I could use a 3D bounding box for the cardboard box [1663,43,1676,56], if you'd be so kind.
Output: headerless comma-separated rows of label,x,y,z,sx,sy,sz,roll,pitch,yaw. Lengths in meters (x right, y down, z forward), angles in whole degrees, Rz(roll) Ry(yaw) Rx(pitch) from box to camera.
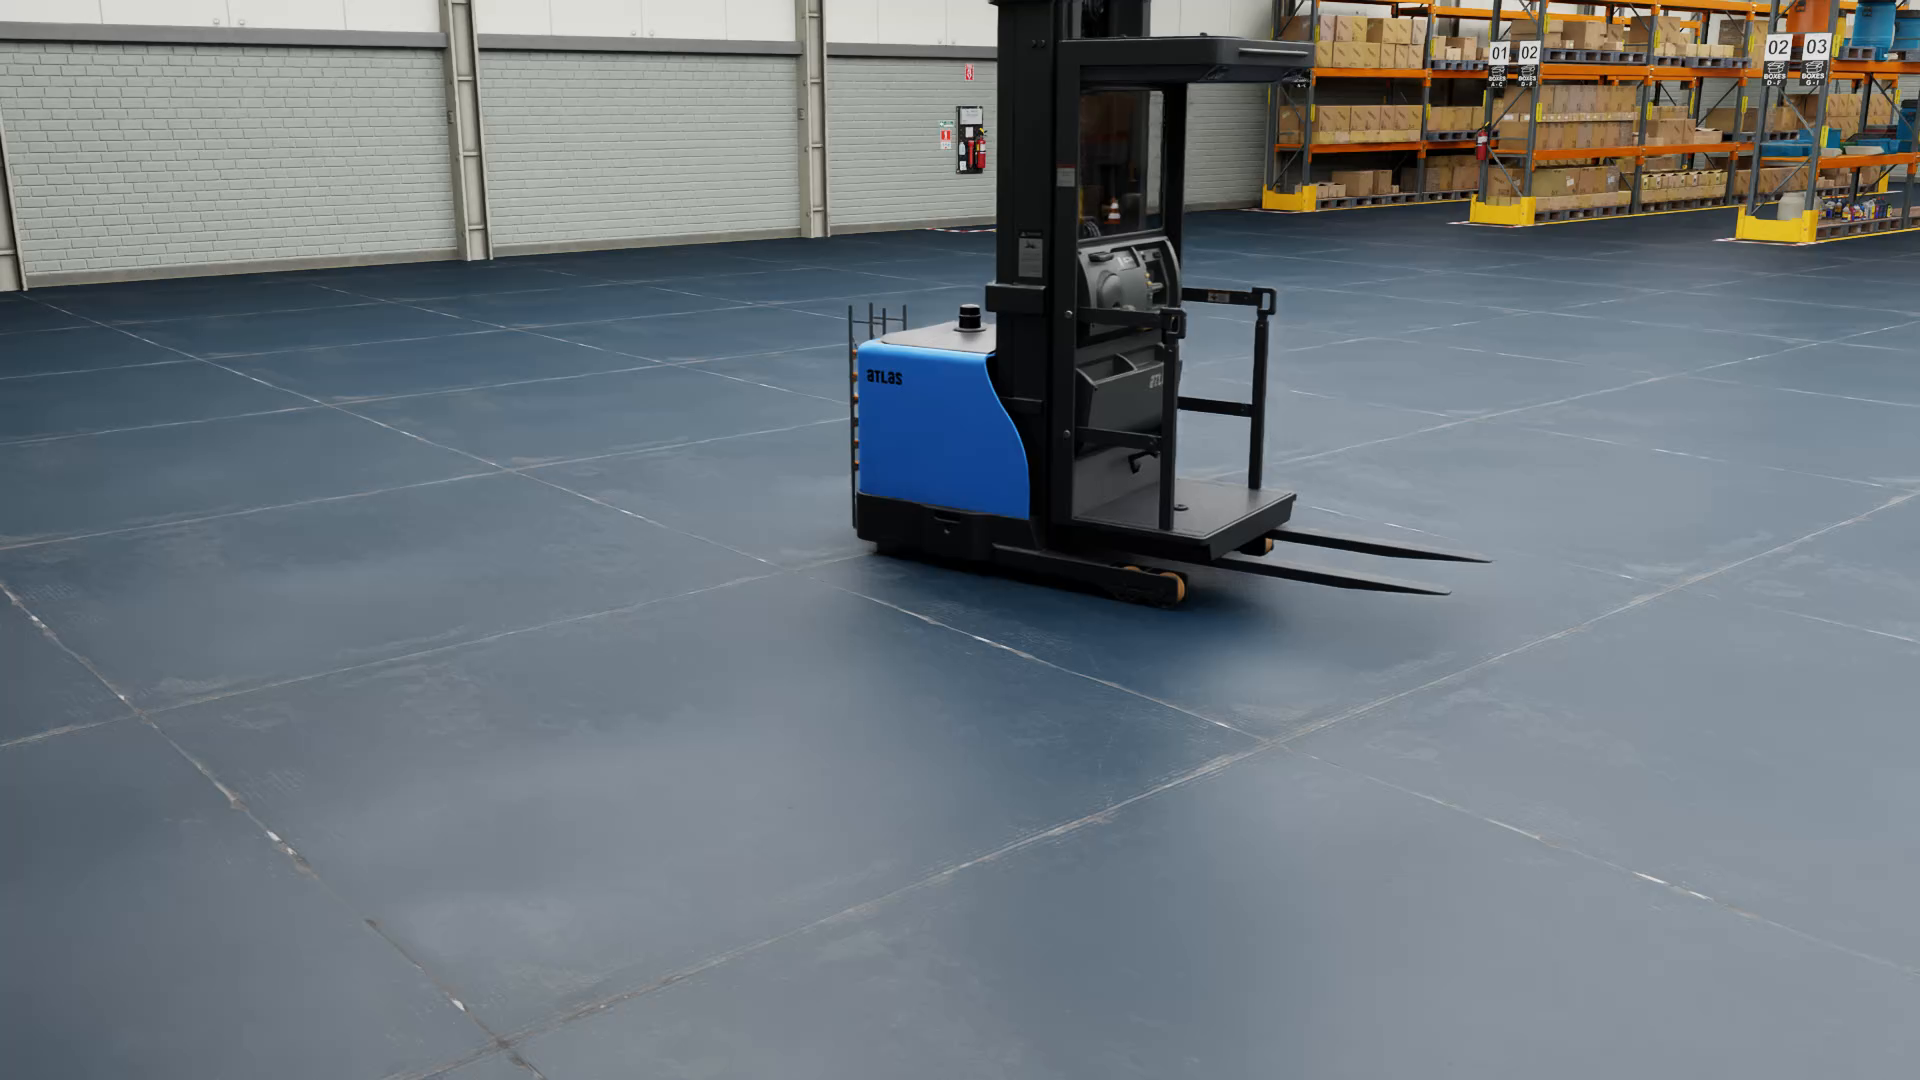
cardboard box,13.847,-9.717,32.979,0.500,0.250,0.500,14,20,42

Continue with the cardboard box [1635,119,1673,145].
cardboard box,13.951,-8.206,33.464,0.500,0.500,0.500,-11,18,-35

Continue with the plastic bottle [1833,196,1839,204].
plastic bottle,15.331,-5.853,29.130,0.185,0.351,0.144,-12,19,-38

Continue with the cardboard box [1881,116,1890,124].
cardboard box,21.857,-9.893,39.782,0.500,0.500,0.500,-12,19,-38

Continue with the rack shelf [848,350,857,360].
rack shelf,-0.431,-0.954,8.774,0.258,0.103,0.180,10,18,32

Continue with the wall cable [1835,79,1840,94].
wall cable,23.263,-13.225,46.839,0.112,2.526,3.097,-13,19,-39

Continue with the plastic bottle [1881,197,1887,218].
plastic bottle,15.916,-5.744,28.721,0.185,0.351,0.144,-13,20,-41

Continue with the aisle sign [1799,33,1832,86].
aisle sign,13.333,-7.485,25.923,0.004,0.787,0.394,-13,19,-39

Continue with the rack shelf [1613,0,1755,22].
rack shelf,14.472,-10.638,33.306,4.000,0.370,1.077,-13,19,-39

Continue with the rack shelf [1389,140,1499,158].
rack shelf,11.218,-8.896,37.637,4.000,0.370,1.077,-13,19,-39

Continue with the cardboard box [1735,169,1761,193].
cardboard box,16.903,-7.735,35.886,0.500,0.500,0.500,-14,20,-41

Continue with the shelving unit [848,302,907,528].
shelving unit,-0.431,-0.649,8.855,0.258,1.200,0.189,10,18,32

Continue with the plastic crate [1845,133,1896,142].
plastic crate,15.734,-6.882,28.823,0.504,0.338,0.767,-13,19,-39

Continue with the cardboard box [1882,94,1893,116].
cardboard box,21.861,-10.376,39.653,0.500,0.500,0.500,-13,20,-40

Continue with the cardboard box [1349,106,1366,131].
cardboard box,8.022,-8.717,34.371,0.500,0.500,0.500,-13,20,-41

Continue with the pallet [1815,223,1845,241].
pallet,13.838,-5.110,27.472,1.213,0.211,1.003,-13,19,-39

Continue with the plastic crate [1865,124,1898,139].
plastic crate,16.377,-7.149,29.577,0.583,0.464,0.402,-13,19,-39

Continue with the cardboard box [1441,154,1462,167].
cardboard box,10.973,-8.564,37.538,0.500,0.250,0.500,-13,20,-41

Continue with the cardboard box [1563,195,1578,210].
cardboard box,11.249,-6.356,31.246,0.500,0.250,0.500,-13,19,-39

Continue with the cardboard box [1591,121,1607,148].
cardboard box,11.858,-7.738,31.714,0.500,0.500,0.700,-12,19,-39

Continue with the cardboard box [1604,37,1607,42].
cardboard box,12.003,-9.492,31.750,0.500,0.311,0.500,-14,20,-42

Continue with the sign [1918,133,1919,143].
sign,16.565,-7.001,28.611,0.005,0.325,0.100,-13,19,-39

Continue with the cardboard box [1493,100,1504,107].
cardboard box,12.253,-10.035,38.203,0.380,0.149,0.250,12,19,38

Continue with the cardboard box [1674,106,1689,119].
cardboard box,18.383,-10.994,43.516,0.700,0.700,0.980,-12,19,-37

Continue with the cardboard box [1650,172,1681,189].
cardboard box,14.210,-7.280,33.619,0.500,0.311,0.500,-14,20,-41

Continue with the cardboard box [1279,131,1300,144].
cardboard box,6.917,-8.281,34.193,0.500,0.250,0.500,-12,19,-39

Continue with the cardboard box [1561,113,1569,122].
cardboard box,10.962,-7.779,30.611,0.250,0.149,0.380,-13,20,-40

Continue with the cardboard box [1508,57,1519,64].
cardboard box,12.361,-10.824,37.781,0.500,0.311,0.500,-13,19,-39

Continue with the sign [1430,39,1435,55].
sign,10.071,-10.500,35.431,0.005,0.325,0.100,-13,19,-39

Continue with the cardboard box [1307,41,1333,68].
cardboard box,7.108,-9.742,33.366,0.500,0.500,0.500,-12,19,-38

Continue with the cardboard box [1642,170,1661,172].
cardboard box,14.229,-7.469,34.327,0.500,0.311,0.500,-13,20,-40

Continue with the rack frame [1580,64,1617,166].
rack frame,15.744,-10.260,41.349,0.127,3.000,1.000,-13,19,-39

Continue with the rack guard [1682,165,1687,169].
rack guard,18.780,-9.734,44.224,0.348,0.500,1.175,-13,19,-39

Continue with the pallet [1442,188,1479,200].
pallet,11.216,-7.898,37.908,1.213,0.211,1.003,-13,19,-39

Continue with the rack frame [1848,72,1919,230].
rack frame,16.212,-6.976,29.055,0.127,3.000,1.000,-13,19,-39

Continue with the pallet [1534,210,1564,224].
pallet,10.495,-6.054,31.006,1.213,0.211,1.003,-13,19,-39

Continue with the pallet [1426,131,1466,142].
pallet,10.381,-8.913,36.679,1.213,0.211,1.003,-13,19,-39

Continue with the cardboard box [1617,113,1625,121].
cardboard box,12.515,-8.129,31.919,0.250,0.149,0.380,-13,20,-41

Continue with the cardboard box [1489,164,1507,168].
cardboard box,12.218,-8.455,38.583,0.500,0.500,0.700,-12,19,-39

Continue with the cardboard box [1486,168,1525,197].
cardboard box,10.155,-6.649,30.891,0.500,0.500,0.500,-13,19,-39

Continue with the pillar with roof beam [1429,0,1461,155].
pillar with roof beam,14.004,-11.591,34.706,0.400,9.000,9.100,-13,19,-39

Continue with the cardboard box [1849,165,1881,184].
cardboard box,21.768,-8.839,40.019,0.500,0.500,0.500,-13,19,-39

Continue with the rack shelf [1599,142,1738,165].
rack shelf,14.472,-7.932,34.029,4.000,0.370,1.077,-13,19,-39

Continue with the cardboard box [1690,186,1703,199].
cardboard box,14.976,-7.184,34.347,0.500,0.250,0.500,-12,19,-38

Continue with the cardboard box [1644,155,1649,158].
cardboard box,17.691,-10.040,43.298,0.250,0.149,0.380,-12,19,-39

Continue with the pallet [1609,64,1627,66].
pallet,16.368,-11.803,41.485,1.213,0.211,1.003,-13,19,-39

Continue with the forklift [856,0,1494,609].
forklift,0.982,-1.259,7.784,3.031,2.935,1.130,10,18,32

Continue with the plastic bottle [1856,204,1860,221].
plastic bottle,15.101,-5.515,28.017,0.097,0.271,0.097,0,15,0

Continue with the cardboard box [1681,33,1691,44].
cardboard box,18.388,-12.751,42.691,0.500,0.500,0.500,-13,20,-40

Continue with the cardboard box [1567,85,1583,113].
cardboard box,11.119,-8.200,30.928,0.500,0.500,0.700,-13,19,-39

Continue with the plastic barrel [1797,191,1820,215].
plastic barrel,14.019,-5.511,27.576,0.421,0.512,0.421,0,15,0

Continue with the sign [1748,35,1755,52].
sign,16.339,-10.247,34.330,0.005,0.325,0.100,-13,19,-39

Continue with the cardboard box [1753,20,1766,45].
cardboard box,16.699,-10.758,35.271,0.500,0.500,0.500,-13,19,-39

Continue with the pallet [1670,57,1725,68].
pallet,14.686,-9.654,33.634,1.213,0.211,1.003,-12,19,-37

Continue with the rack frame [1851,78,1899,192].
rack frame,22.016,-9.974,40.278,0.127,3.000,1.000,-13,19,-39
